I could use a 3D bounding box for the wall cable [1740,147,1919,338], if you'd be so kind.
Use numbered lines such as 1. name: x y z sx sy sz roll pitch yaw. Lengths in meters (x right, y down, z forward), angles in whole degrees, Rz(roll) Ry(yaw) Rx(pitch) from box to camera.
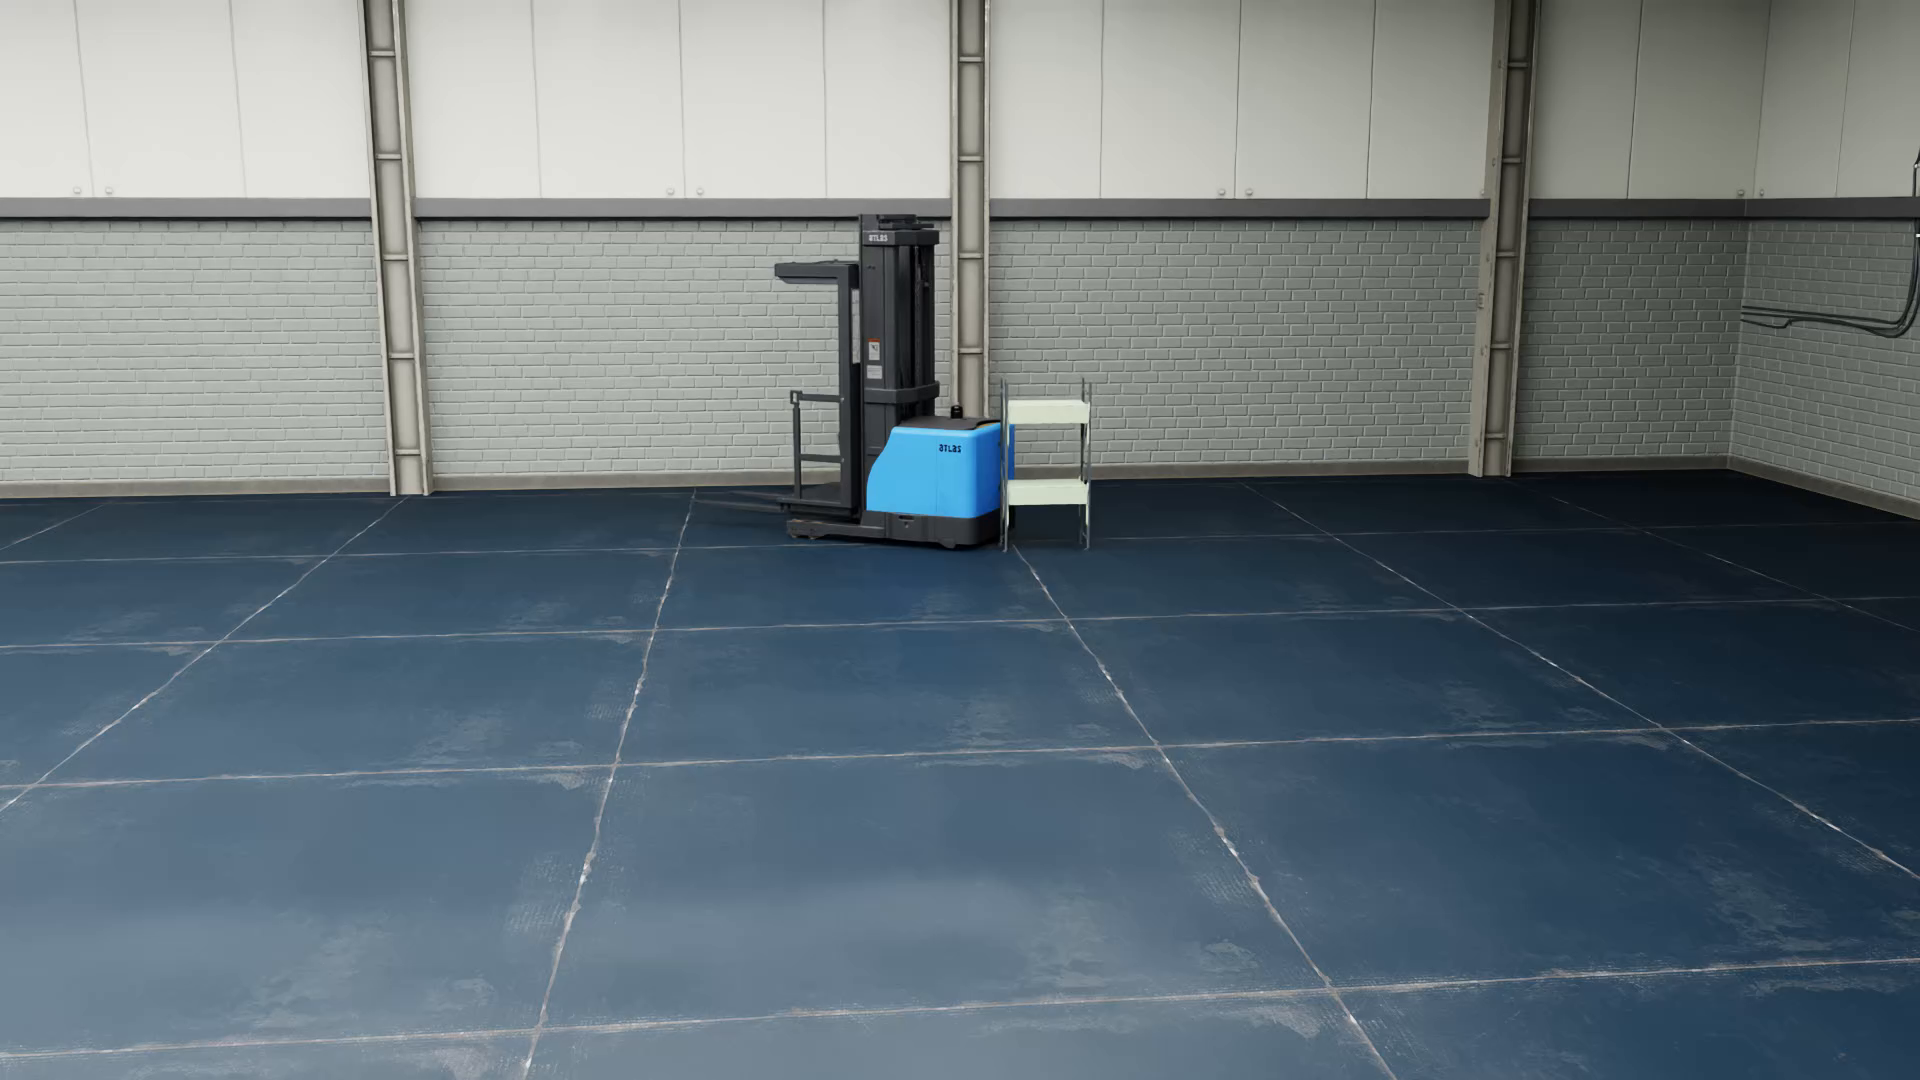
1. wall cable: 9.139 -3.452 17.529 0.112 2.526 3.097 -1 11 -6

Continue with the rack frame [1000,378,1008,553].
1. rack frame: 0.389 -0.663 14.735 0.023 1.500 0.400 -1 11 -5

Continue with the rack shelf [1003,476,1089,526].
1. rack shelf: 0.753 -0.350 14.832 0.720 0.370 0.431 -1 11 -5

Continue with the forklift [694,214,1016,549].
1. forklift: -1.046 -1.529 15.430 3.031 2.935 1.130 5 12 24

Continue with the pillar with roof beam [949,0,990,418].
1. pillar with roof beam: 0.568 -4.217 13.372 0.400 9.000 9.100 -1 11 -6

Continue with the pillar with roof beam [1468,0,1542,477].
1. pillar with roof beam: 6.533 -4.342 14.008 0.400 9.000 9.100 -1 11 -6

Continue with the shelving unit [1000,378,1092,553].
1. shelving unit: 0.753 -0.670 14.770 0.755 1.500 0.431 -1 11 -5

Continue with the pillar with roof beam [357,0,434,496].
1. pillar with roof beam: -5.397 -4.092 12.737 0.400 9.000 9.100 -1 11 -6

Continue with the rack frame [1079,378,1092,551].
1. rack frame: 1.117 -0.677 14.804 0.023 1.500 0.400 -1 11 -5

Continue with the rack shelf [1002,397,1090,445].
1. rack shelf: 0.753 -1.053 14.694 0.720 0.370 0.431 -1 11 -5
